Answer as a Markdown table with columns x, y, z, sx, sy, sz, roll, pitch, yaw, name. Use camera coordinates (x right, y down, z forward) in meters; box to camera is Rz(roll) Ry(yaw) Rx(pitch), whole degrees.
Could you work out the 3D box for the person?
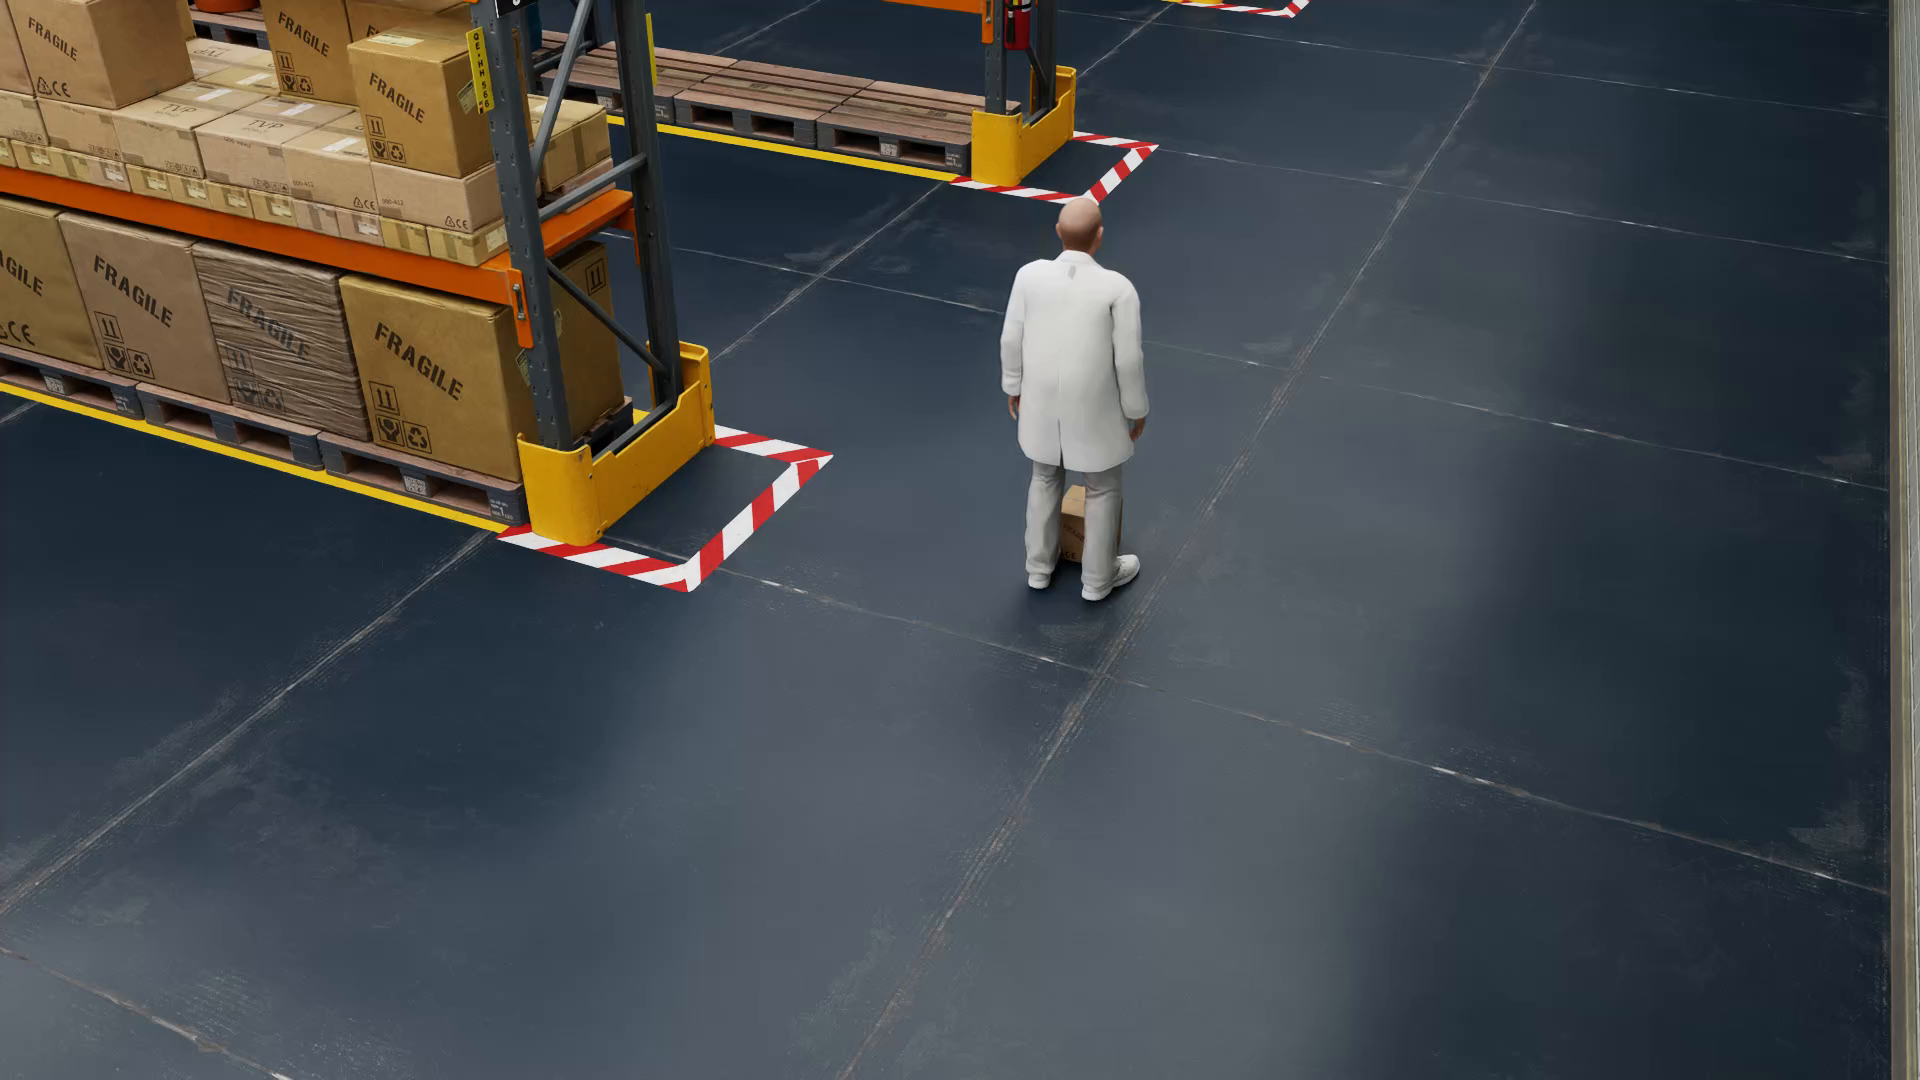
| x | y | z | sx | sy | sz | roll | pitch | yaw | name |
| --- | --- | --- | --- | --- | --- | --- | --- | --- | --- |
| 0.482 | -0.578 | 7.036 | 0.652 | 1.774 | 0.416 | 14 | 36 | 20 | person |
